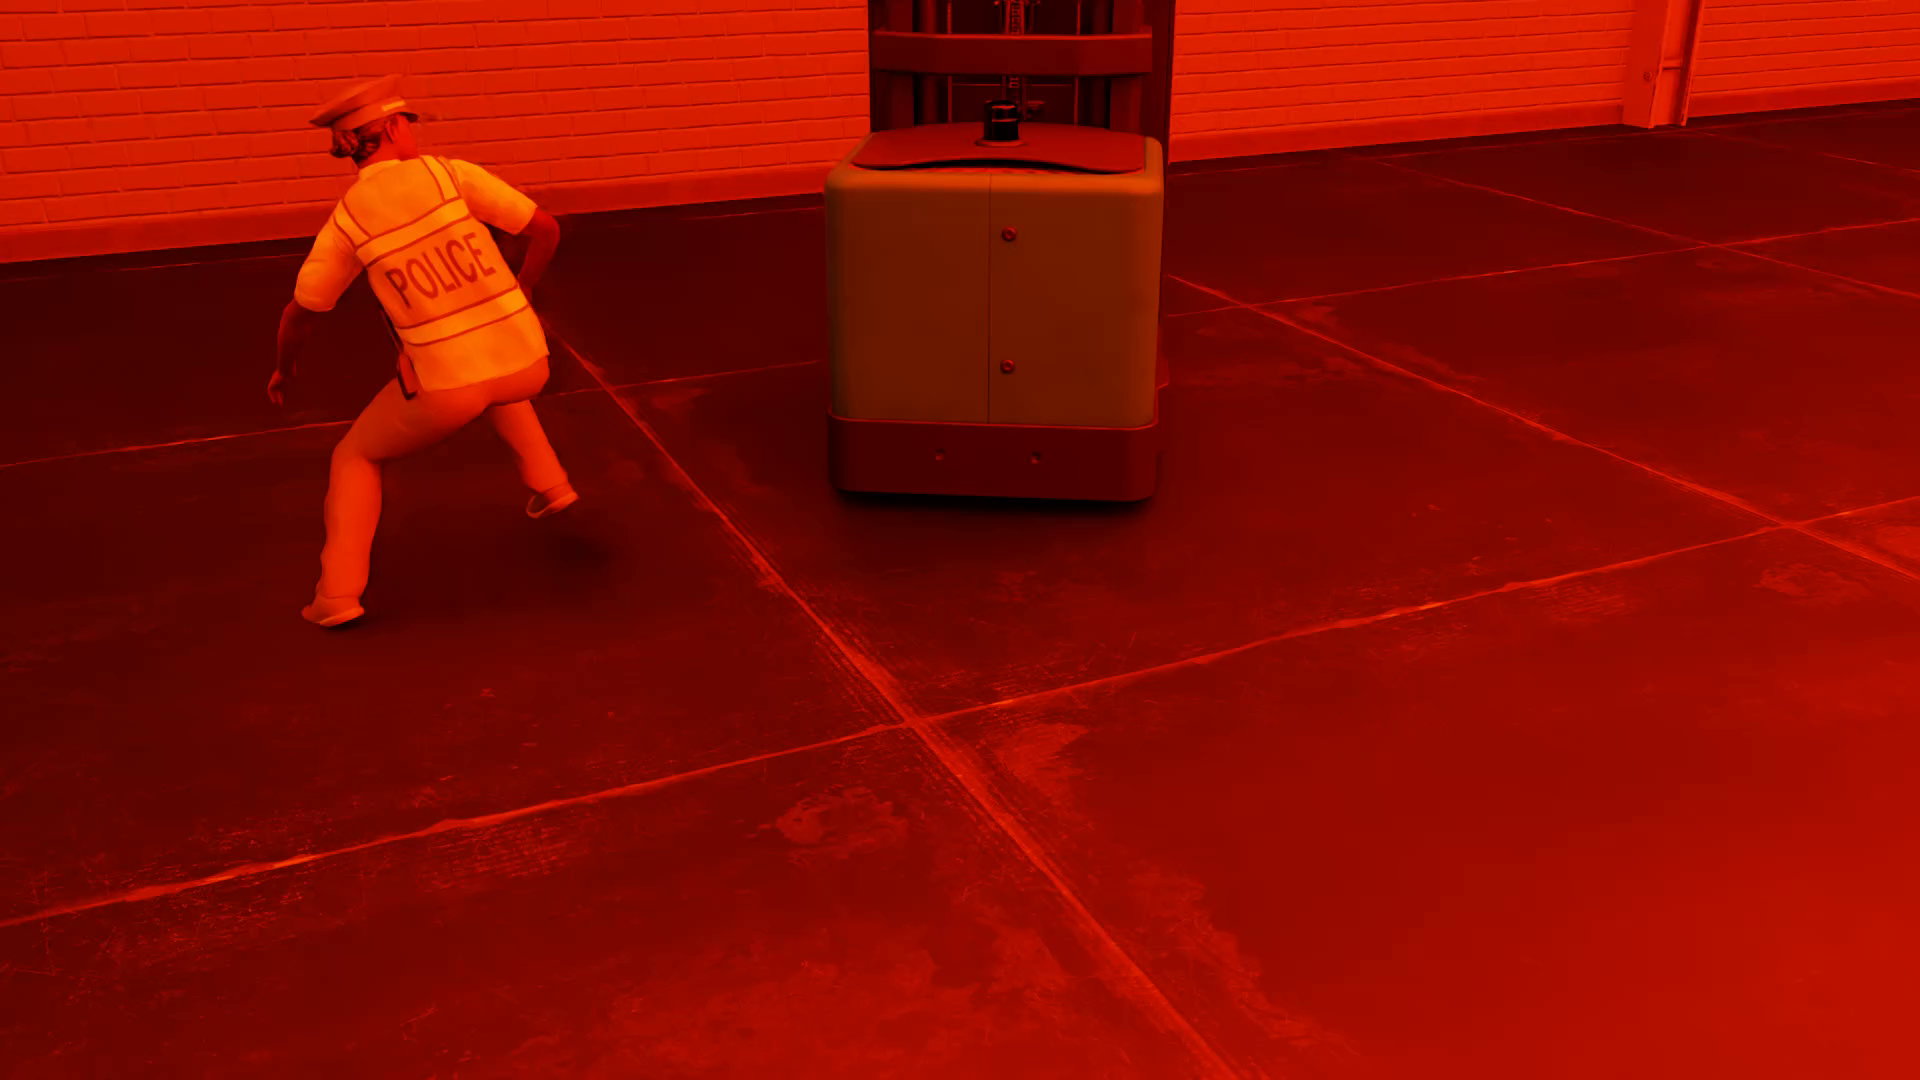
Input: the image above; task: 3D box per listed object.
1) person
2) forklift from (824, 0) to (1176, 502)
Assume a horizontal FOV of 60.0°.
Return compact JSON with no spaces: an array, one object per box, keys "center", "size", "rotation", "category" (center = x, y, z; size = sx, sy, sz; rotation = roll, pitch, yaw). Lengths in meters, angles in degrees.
[{"center":[-1.486,-0.515,4.561],"size":[0.844,1.471,0.676],"rotation":[-15,27,-32],"category":"person"},{"center":[0.243,-2.001,6.104],"size":[1.130,2.935,3.031],"rotation":[2,23,5],"category":"forklift"}]
